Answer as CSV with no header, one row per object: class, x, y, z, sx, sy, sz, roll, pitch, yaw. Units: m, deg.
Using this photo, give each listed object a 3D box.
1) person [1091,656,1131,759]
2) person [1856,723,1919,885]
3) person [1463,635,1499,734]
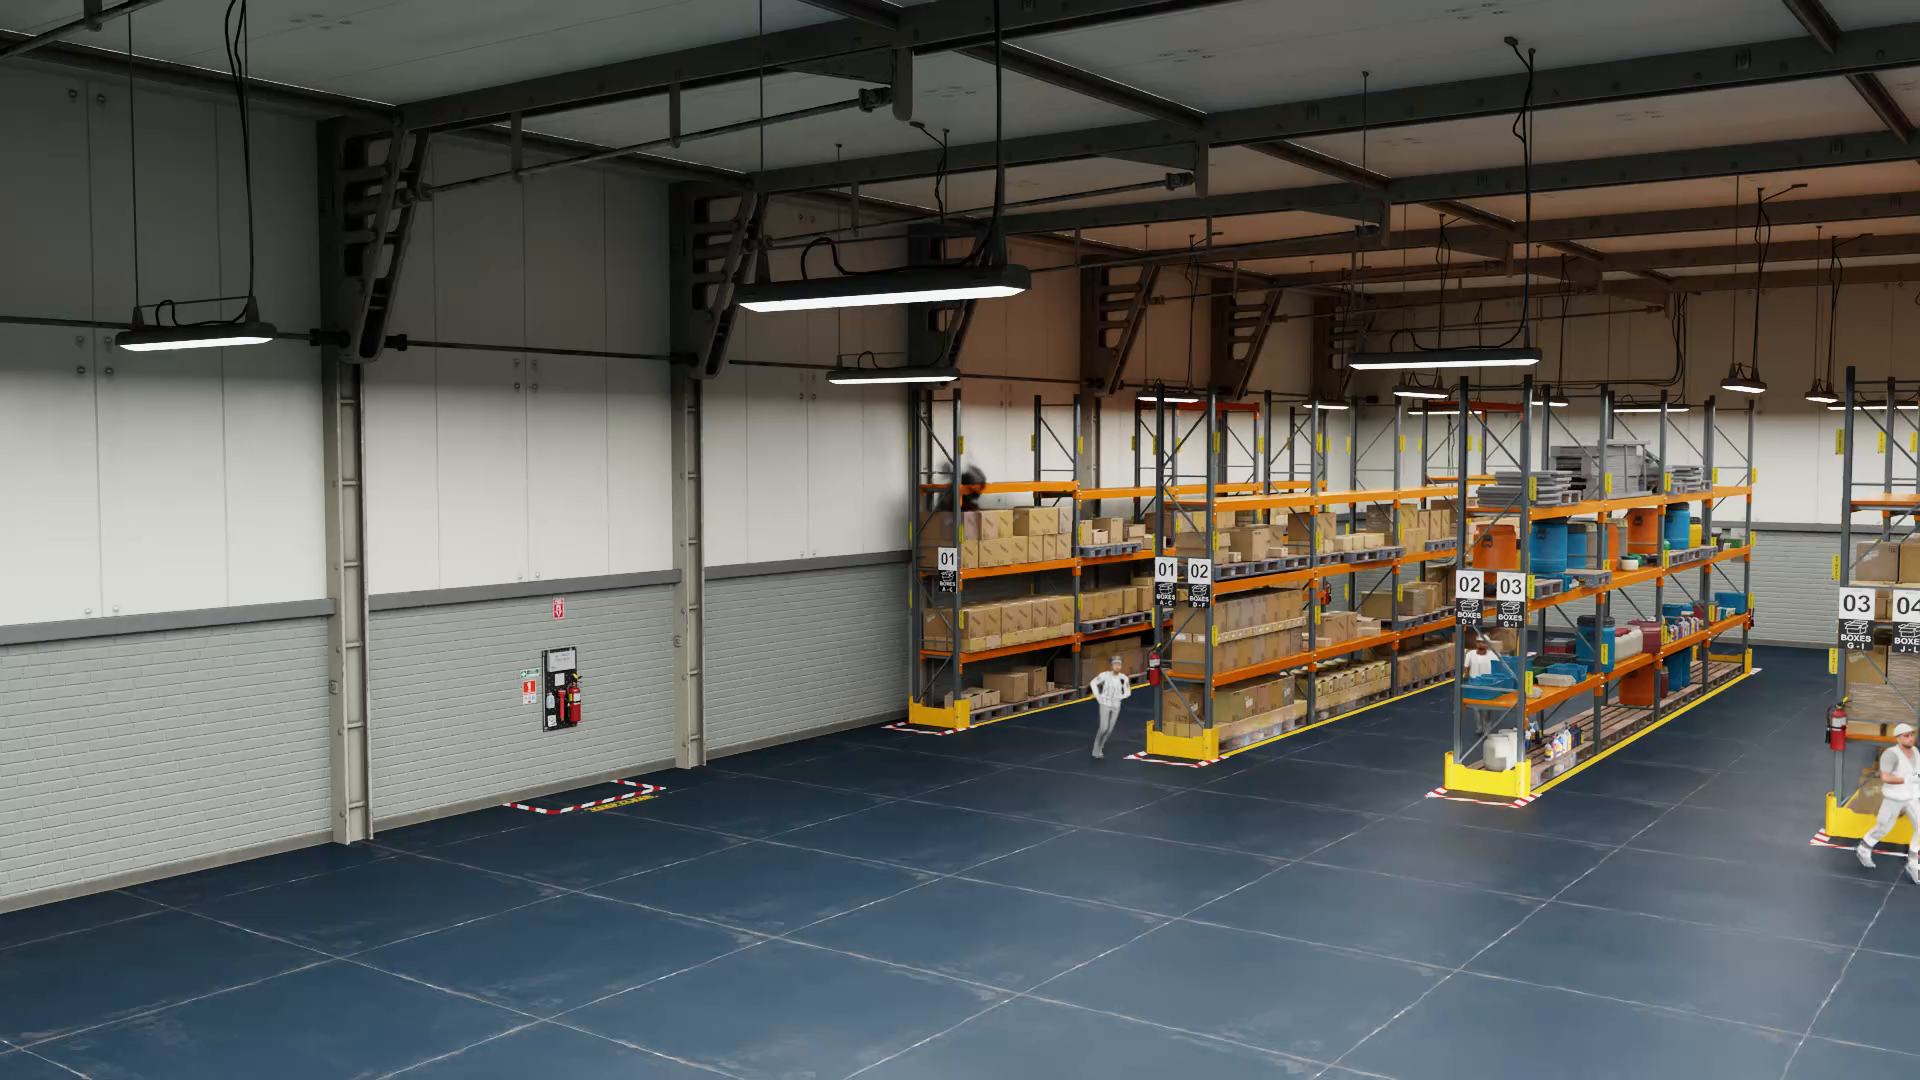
person,2.417,2.661,26.538,0.603,1.661,0.568,-1,3,-10
person,10.853,3.015,19.215,0.674,1.833,0.924,-1,3,-11
person,8.956,2.499,28.576,0.680,1.750,0.626,2,4,32
